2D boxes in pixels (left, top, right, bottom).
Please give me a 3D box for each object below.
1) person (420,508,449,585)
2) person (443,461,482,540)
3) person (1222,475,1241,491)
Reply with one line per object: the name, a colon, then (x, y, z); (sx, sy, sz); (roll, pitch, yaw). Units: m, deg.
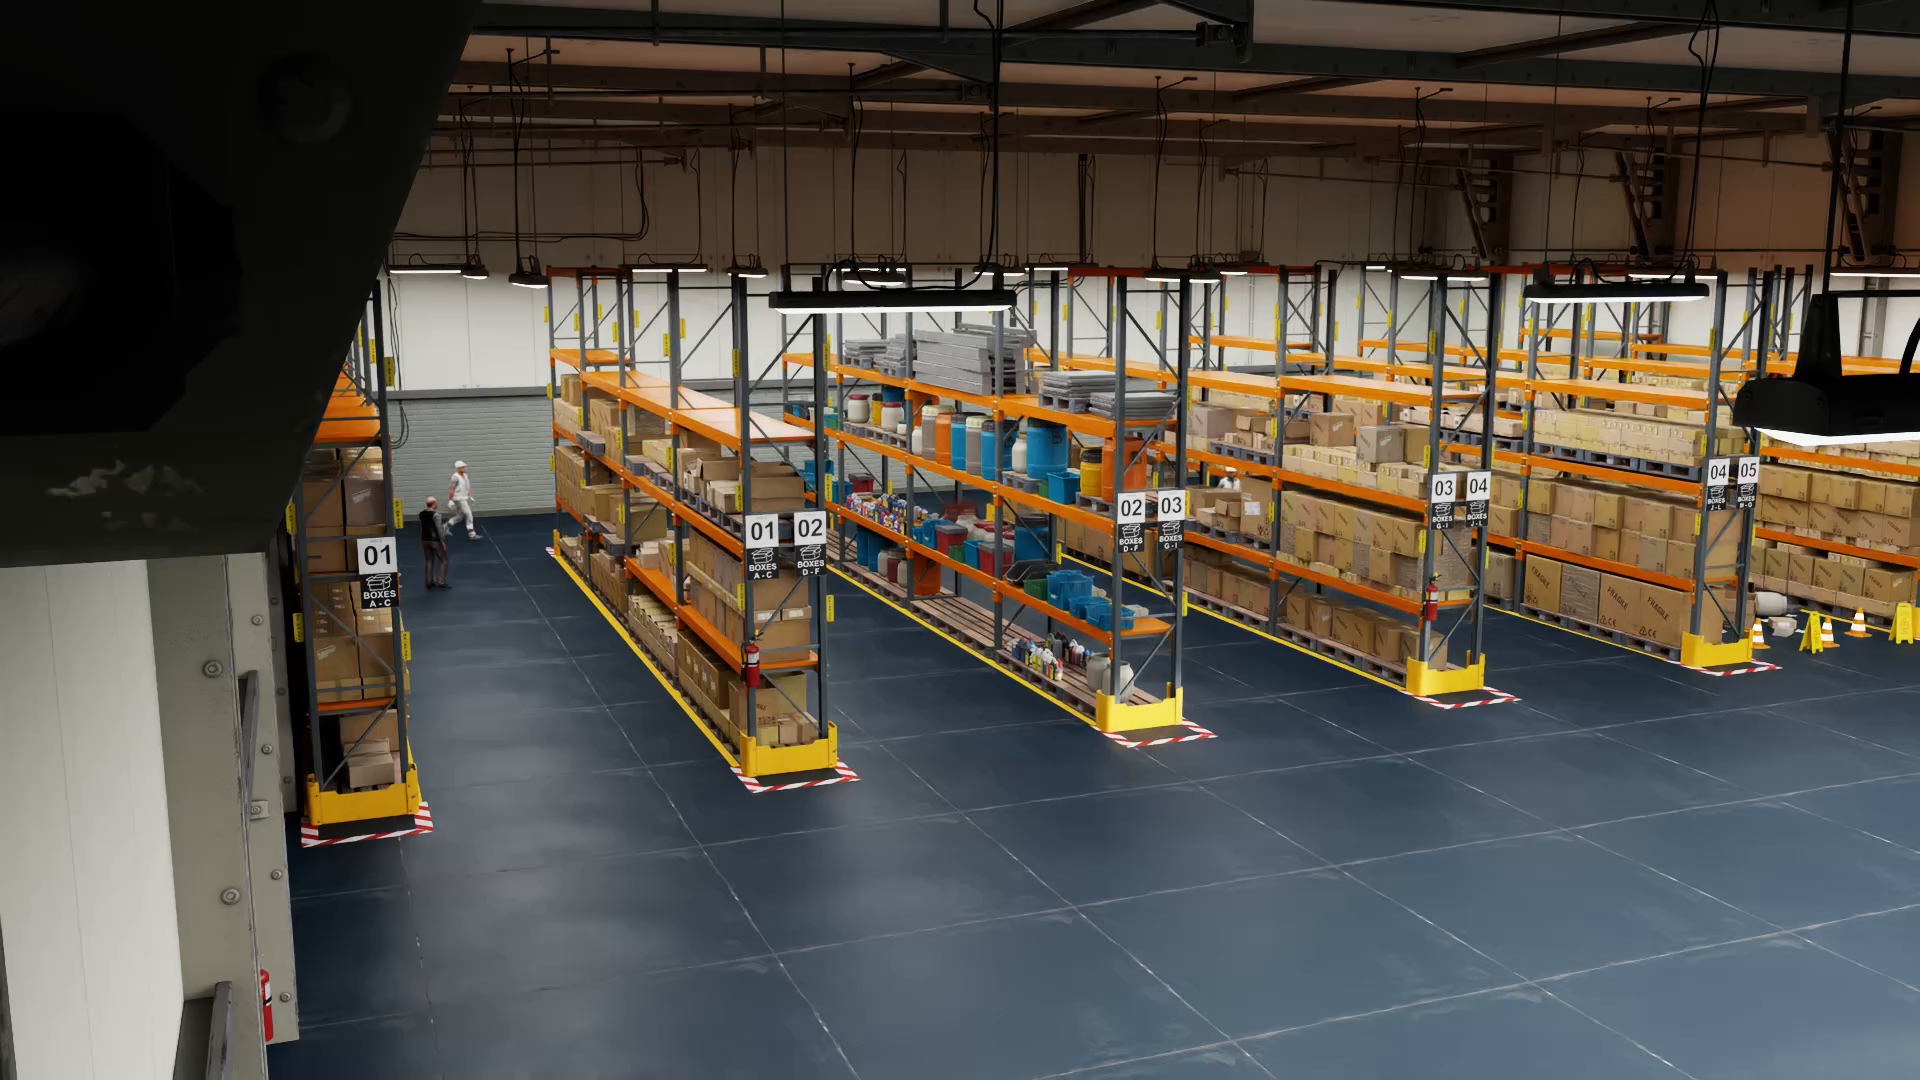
person: (-9.941, 0.111, 31.358); (0.601, 1.454, 0.380); (5, 11, 26)
person: (-11.006, -0.878, 36.594); (1.003, 1.758, 0.537); (1, 10, 6)
person: (5.889, -0.664, 36.080); (0.446, 1.488, 1.055); (-4, 11, -24)
